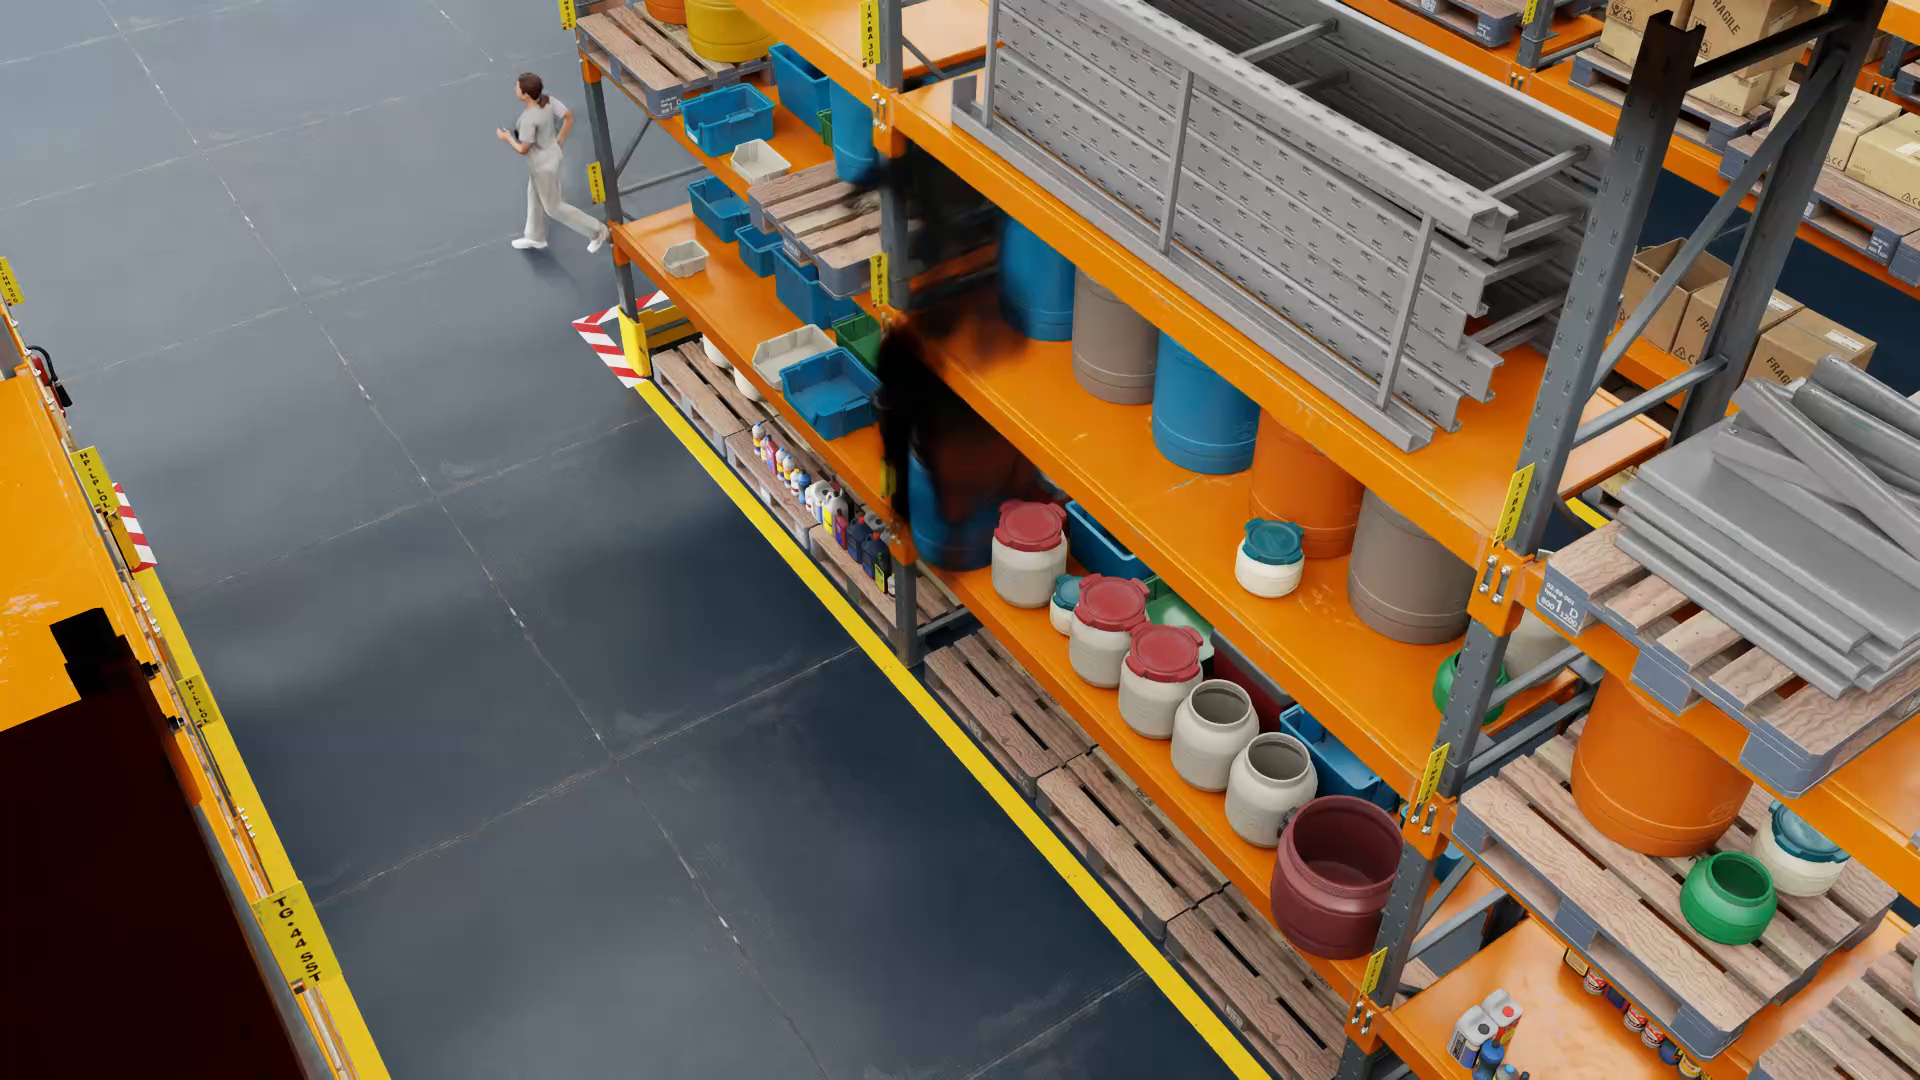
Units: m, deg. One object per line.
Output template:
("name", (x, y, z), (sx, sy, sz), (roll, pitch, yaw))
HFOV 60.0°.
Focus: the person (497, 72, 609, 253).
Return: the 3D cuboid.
("person", (-3.433, -3.129, 13.895), (0.945, 1.652, 0.565), (7, 43, 7))
